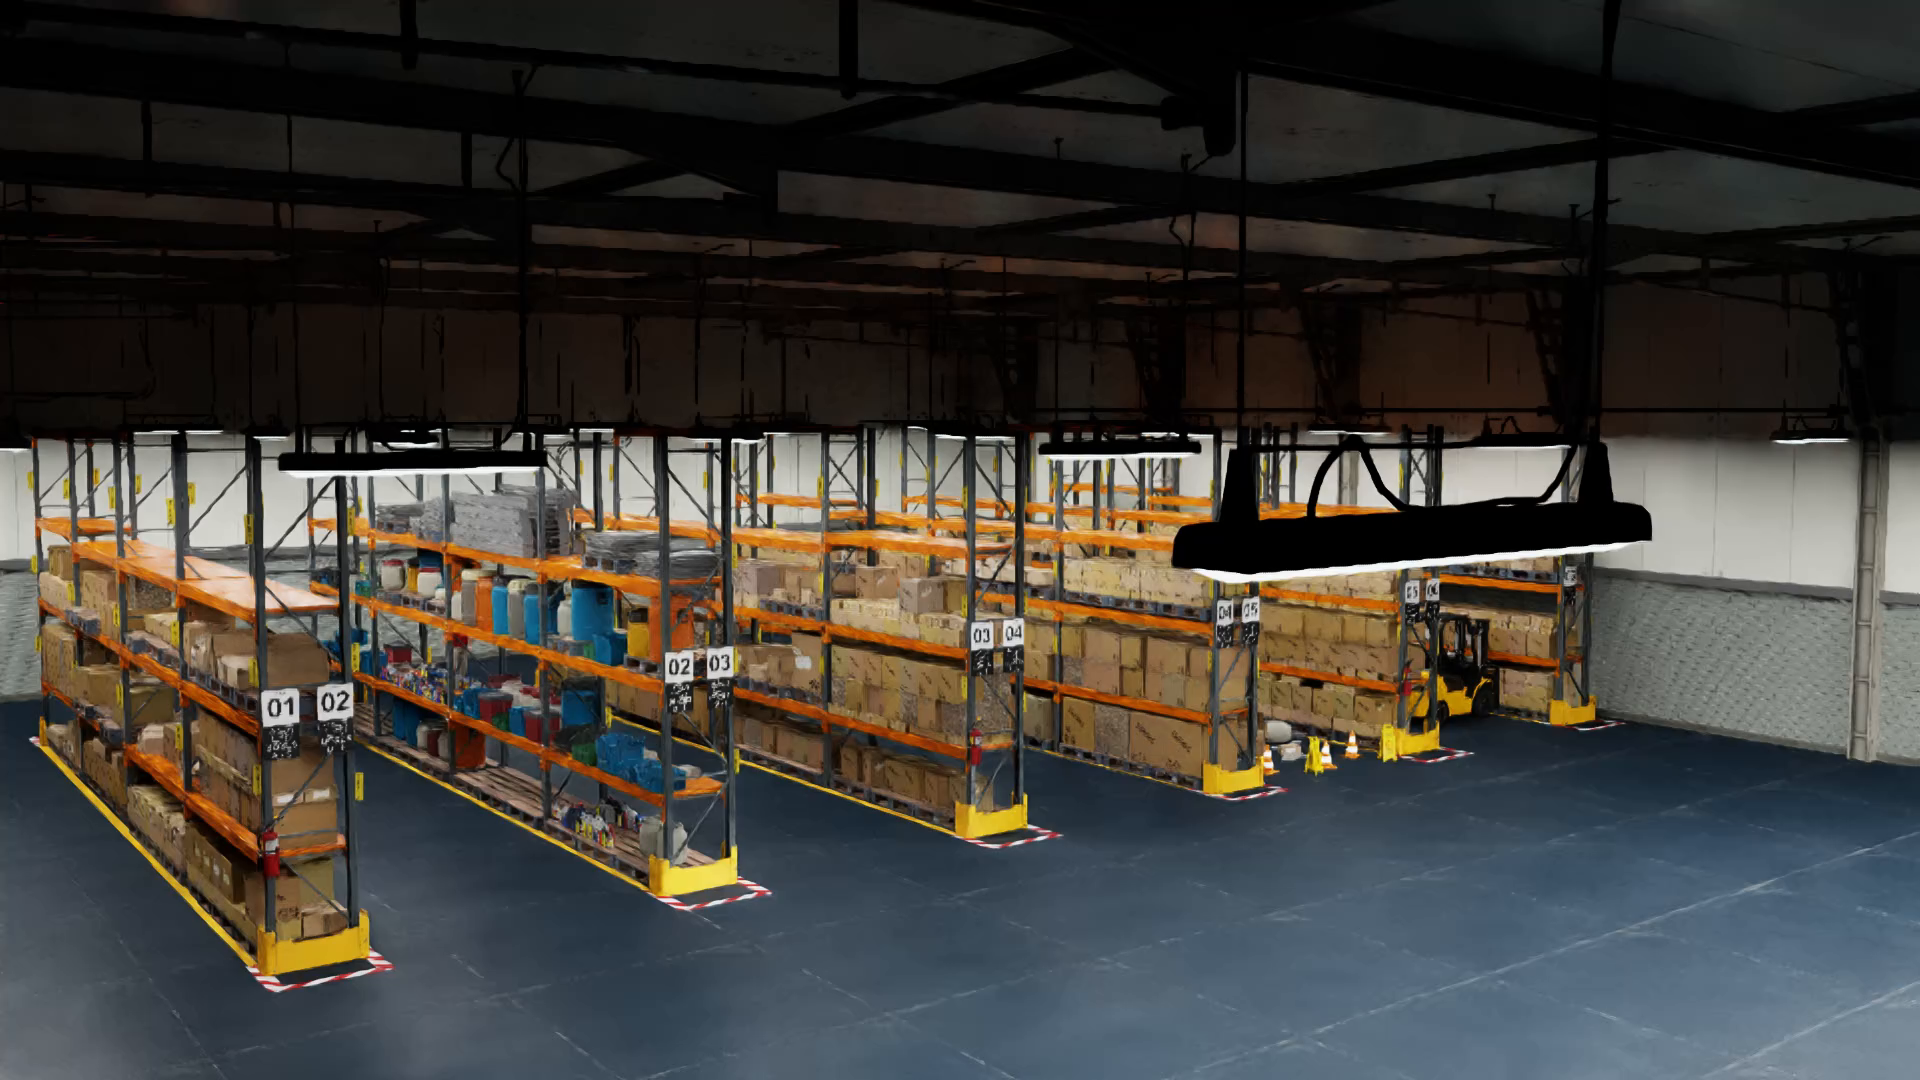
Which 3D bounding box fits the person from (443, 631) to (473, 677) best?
[{"bbox_3d":[-11.501,2.511,38.101,0.682,1.676,0.529,-4,6,-38],"label":"person"}]
